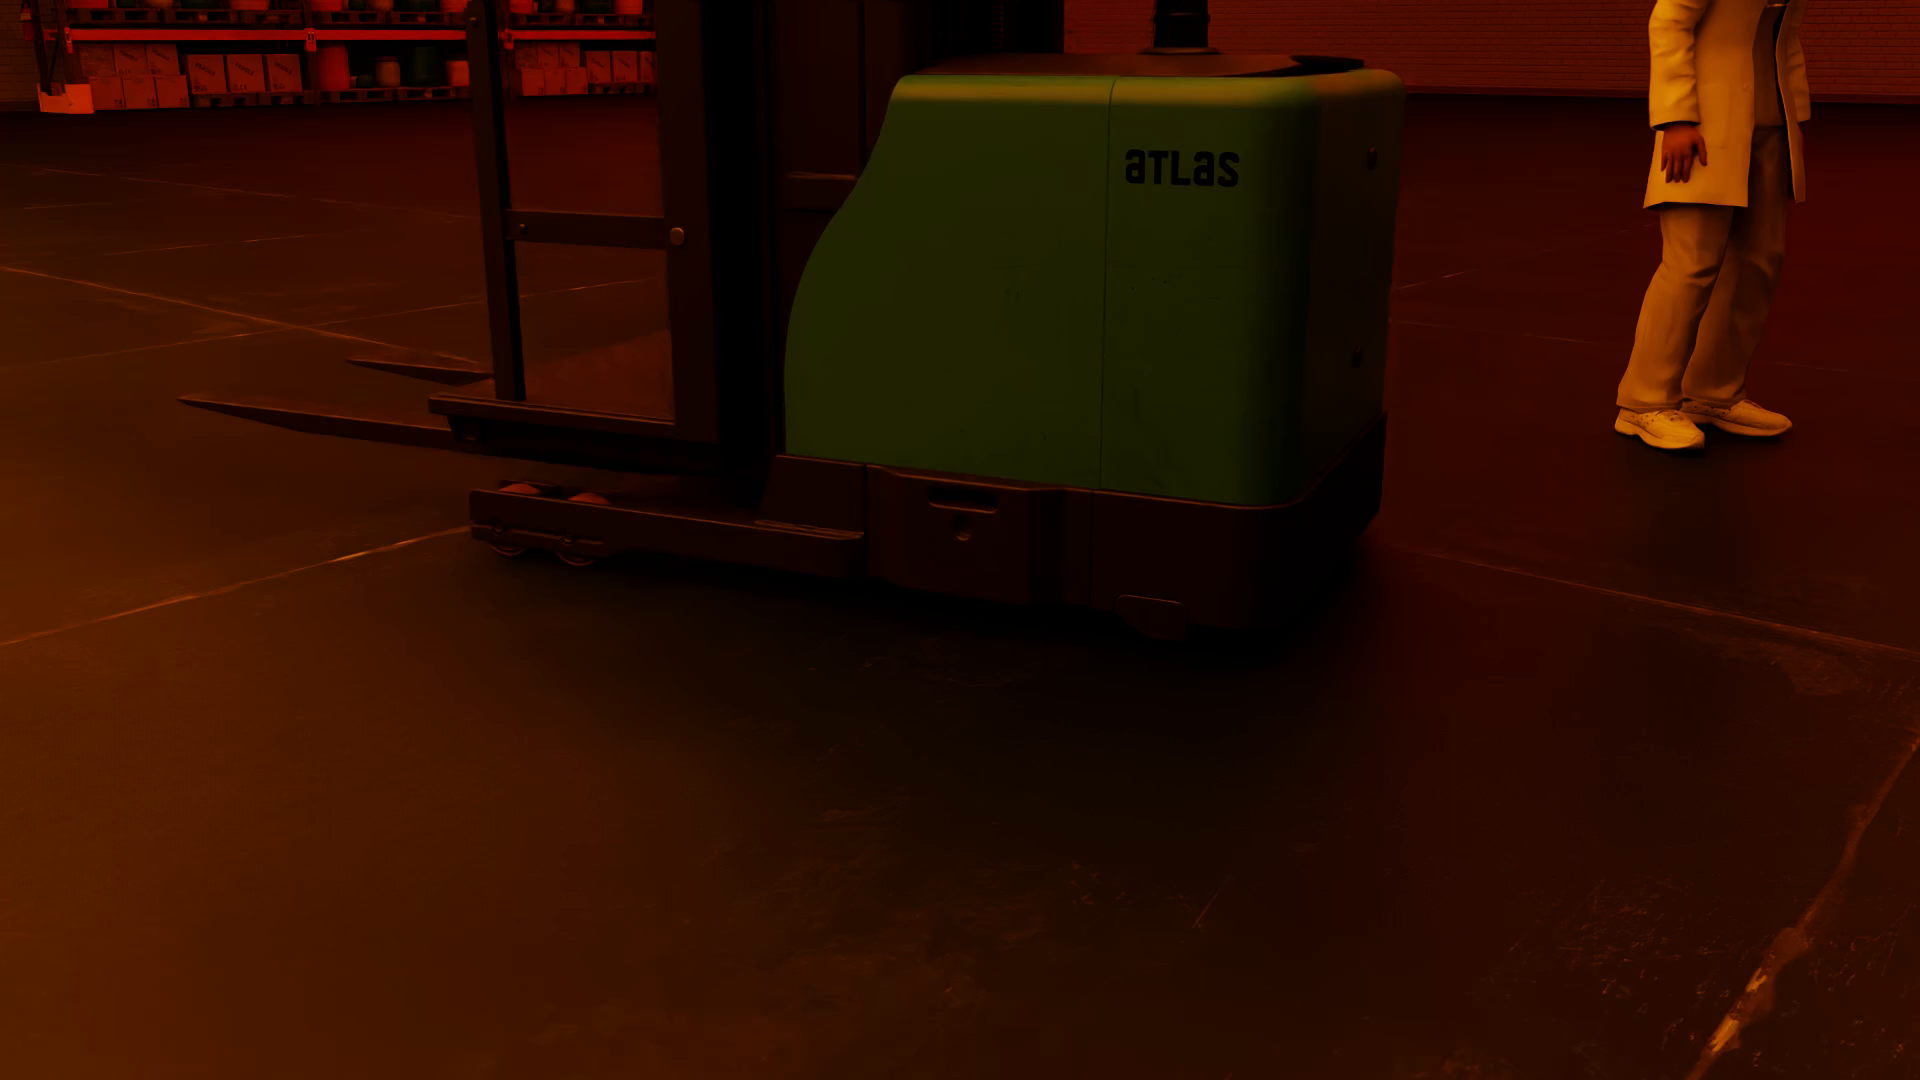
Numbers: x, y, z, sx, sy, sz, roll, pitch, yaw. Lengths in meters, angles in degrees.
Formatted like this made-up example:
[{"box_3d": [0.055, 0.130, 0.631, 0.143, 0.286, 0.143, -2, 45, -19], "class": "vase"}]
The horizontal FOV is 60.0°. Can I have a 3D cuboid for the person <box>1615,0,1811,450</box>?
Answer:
[{"box_3d": [2.209, -1.171, 4.749, 0.643, 1.772, 0.429, -10, 19, -29], "class": "person"}]

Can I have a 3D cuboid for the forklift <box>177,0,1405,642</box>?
[{"box_3d": [-0.565, -1.473, 3.747, 3.031, 2.935, 1.130, 7, 18, 23], "class": "forklift"}]
